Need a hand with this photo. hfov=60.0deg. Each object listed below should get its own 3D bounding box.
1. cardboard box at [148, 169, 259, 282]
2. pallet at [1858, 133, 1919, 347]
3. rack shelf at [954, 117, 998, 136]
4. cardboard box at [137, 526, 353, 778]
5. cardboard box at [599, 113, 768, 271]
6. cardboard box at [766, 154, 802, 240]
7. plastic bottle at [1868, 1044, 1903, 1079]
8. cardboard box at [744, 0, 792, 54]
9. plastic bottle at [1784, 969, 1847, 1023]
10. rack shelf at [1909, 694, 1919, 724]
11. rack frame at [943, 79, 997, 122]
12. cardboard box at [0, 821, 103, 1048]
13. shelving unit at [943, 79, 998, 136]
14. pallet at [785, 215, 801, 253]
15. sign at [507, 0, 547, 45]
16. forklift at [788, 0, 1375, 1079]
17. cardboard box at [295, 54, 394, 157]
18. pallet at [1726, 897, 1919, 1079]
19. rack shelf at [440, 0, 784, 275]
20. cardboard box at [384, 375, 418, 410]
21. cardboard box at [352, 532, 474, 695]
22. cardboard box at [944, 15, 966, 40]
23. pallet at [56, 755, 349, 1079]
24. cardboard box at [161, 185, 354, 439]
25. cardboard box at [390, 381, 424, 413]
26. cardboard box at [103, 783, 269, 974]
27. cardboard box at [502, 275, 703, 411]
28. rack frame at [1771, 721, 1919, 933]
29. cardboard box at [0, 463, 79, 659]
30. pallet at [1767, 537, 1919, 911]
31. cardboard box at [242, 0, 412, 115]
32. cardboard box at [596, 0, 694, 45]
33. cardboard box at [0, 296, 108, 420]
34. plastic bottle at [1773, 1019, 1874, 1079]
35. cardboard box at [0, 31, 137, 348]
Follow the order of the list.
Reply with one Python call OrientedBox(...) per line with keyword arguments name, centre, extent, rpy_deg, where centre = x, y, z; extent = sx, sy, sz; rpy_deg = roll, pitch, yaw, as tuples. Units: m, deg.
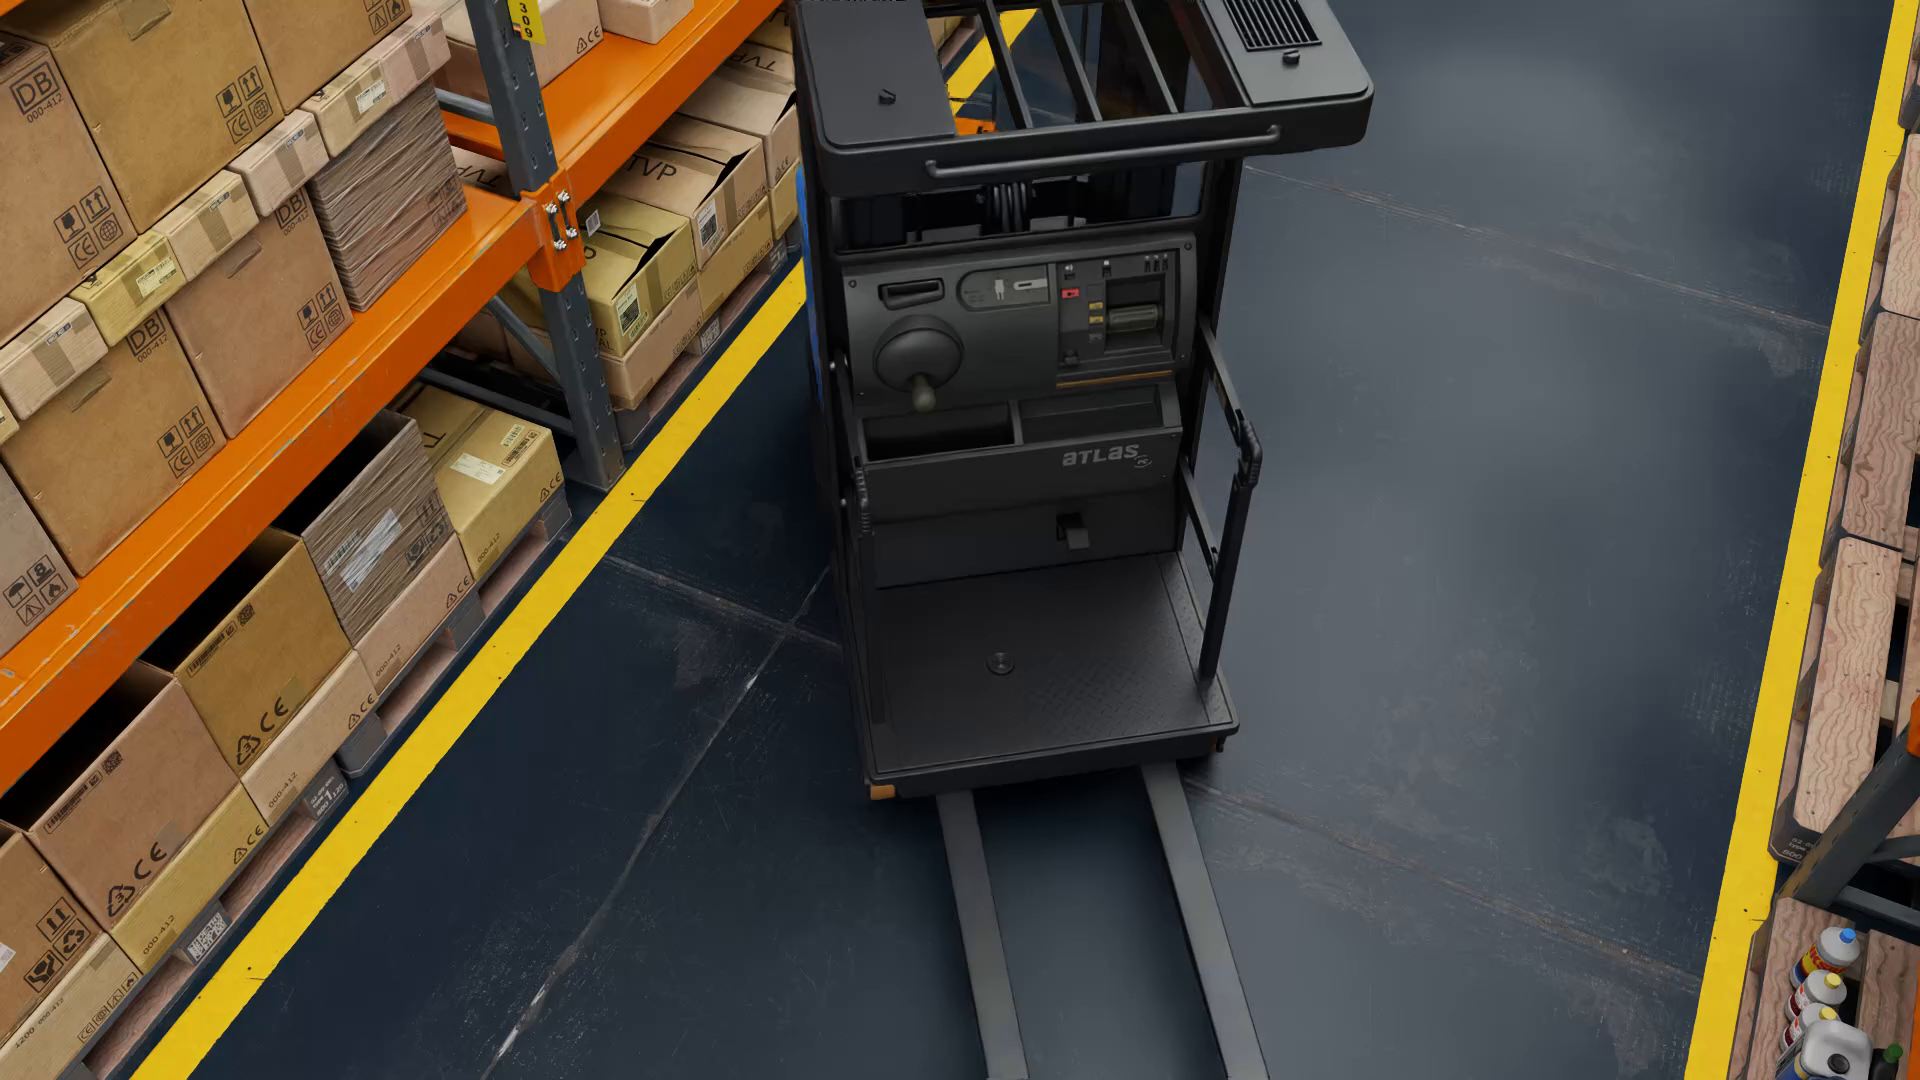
OrientedBox(name="cardboard box", centre=(-1.922, -0.793, 3.964), extent=(0.380, 0.149, 0.250), rpy_deg=(20, 52, 16))
OrientedBox(name="pallet", centre=(4.149, -1.055, 6.509), extent=(1.003, 0.211, 1.213), rpy_deg=(20, 52, 16))
OrientedBox(name="rack shelf", centre=(0.000, -1.314, 5.817), extent=(0.215, 0.259, 0.240), rpy_deg=(10, 49, 8))
OrientedBox(name="cardboard box", centre=(-2.106, 0.249, 4.606), extent=(0.500, 0.500, 0.500), rpy_deg=(20, 52, 16))
OrientedBox(name="cardboard box", centre=(-1.051, -1.313, 6.059), extent=(0.500, 0.311, 0.500), rpy_deg=(19, 52, 16))
OrientedBox(name="cardboard box", centre=(-0.836, -1.491, 6.579), extent=(0.500, 0.250, 0.500), rpy_deg=(18, 52, 15))
OrientedBox(name="plastic bottle", centre=(2.257, 1.355, 4.122), extent=(0.061, 0.283, 0.133), rpy_deg=(20, 52, 16))
OrientedBox(name="cardboard box", centre=(-0.614, -2.029, 6.668), extent=(0.500, 0.311, 0.500), rpy_deg=(21, 53, 17))
OrientedBox(name="plastic bottle", centre=(2.230, 1.186, 4.320), extent=(0.097, 0.201, 0.097), rpy_deg=(0, 50, 0))
OrientedBox(name="rack shelf", centre=(3.660, -0.869, 4.992), extent=(1.077, 0.370, 4.000), rpy_deg=(20, 52, 16))
OrientedBox(name="rack frame", centre=(0.026, -1.222, 6.100), extent=(0.200, 1.050, 0.008), rpy_deg=(10, 49, 8))
OrientedBox(name="cardboard box", centre=(-2.536, 0.937, 4.021), extent=(0.500, 0.500, 0.500), rpy_deg=(20, 52, 16))
OrientedBox(name="shelving unit", centre=(-0.001, -1.133, 6.021), extent=(0.215, 1.050, 0.252), rpy_deg=(10, 49, 8))
OrientedBox(name="pallet", centre=(-0.872, -1.799, 7.142), extent=(1.003, 0.211, 1.213), rpy_deg=(20, 52, 16))
OrientedBox(name="sign", centre=(-1.169, -1.466, 4.408), extent=(0.100, 0.325, 0.005), rpy_deg=(20, 52, 16))
OrientedBox(name="forklift", centre=(0.202, -0.465, 4.221), extent=(1.130, 2.935, 3.031), rpy_deg=(-7, 50, -6))
OrientedBox(name="cardboard box", centre=(-1.701, -1.156, 4.272), extent=(0.380, 0.149, 0.250), rpy_deg=(19, 52, 15))
OrientedBox(name="pallet", centre=(2.481, 1.627, 4.227), extent=(1.003, 0.211, 1.213), rpy_deg=(20, 52, 16))
OrientedBox(name="rack shelf", centre=(-0.817, -2.484, 6.366), extent=(1.077, 0.370, 4.000), rpy_deg=(20, 52, 16))
OrientedBox(name="cardboard box", centre=(-2.152, -0.610, 5.337), extent=(0.500, 0.500, 0.500), rpy_deg=(20, 52, 16))
OrientedBox(name="cardboard box", centre=(-1.894, 0.147, 5.185), extent=(0.500, 0.250, 0.500), rpy_deg=(20, 52, 16))
OrientedBox(name="cardboard box", centre=(-0.183, -2.541, 7.472), extent=(0.500, 0.250, 0.500), rpy_deg=(19, 52, 16))
OrientedBox(name="pallet", centre=(-2.569, 0.941, 4.810), extent=(1.003, 0.211, 1.213), rpy_deg=(20, 52, 16))
OrientedBox(name="cardboard box", centre=(-2.074, -0.699, 4.310), extent=(0.700, 0.500, 0.500), rpy_deg=(19, 52, 16))
OrientedBox(name="cardboard box", centre=(-2.143, -0.364, 5.620), extent=(0.500, 0.250, 0.500), rpy_deg=(20, 52, 16))
OrientedBox(name="cardboard box", centre=(-2.307, 0.841, 4.595), extent=(0.500, 0.250, 0.500), rpy_deg=(20, 52, 16))
OrientedBox(name="cardboard box", centre=(-1.275, -0.782, 5.975), extent=(0.500, 0.250, 0.500), rpy_deg=(19, 52, 15))
OrientedBox(name="rack frame", centre=(2.806, 0.275, 3.547), extent=(1.000, 3.000, 0.127), rpy_deg=(20, 52, 16))
OrientedBox(name="cardboard box", centre=(-2.510, -0.002, 3.716), extent=(0.700, 0.500, 0.500), rpy_deg=(21, 53, 17))
OrientedBox(name="pallet", centre=(3.106, 0.625, 5.080), extent=(1.003, 0.211, 1.213), rpy_deg=(20, 52, 16))
OrientedBox(name="cardboard box", centre=(-1.855, -1.485, 4.126), extent=(0.700, 0.500, 0.500), rpy_deg=(20, 52, 16))
OrientedBox(name="cardboard box", centre=(-1.108, -1.802, 5.478), extent=(0.380, 0.149, 0.250), rpy_deg=(20, 52, 16))
OrientedBox(name="cardboard box", centre=(-2.137, -0.451, 3.673), extent=(0.380, 0.149, 0.250), rpy_deg=(21, 53, 17))
OrientedBox(name="plastic bottle", centre=(2.160, 1.323, 4.154), extent=(0.152, 0.276, 0.135), rpy_deg=(22, 53, 17))
OrientedBox(name="cardboard box", centre=(-2.284, -0.792, 3.537), extent=(0.700, 0.500, 0.500), rpy_deg=(20, 52, 16))
